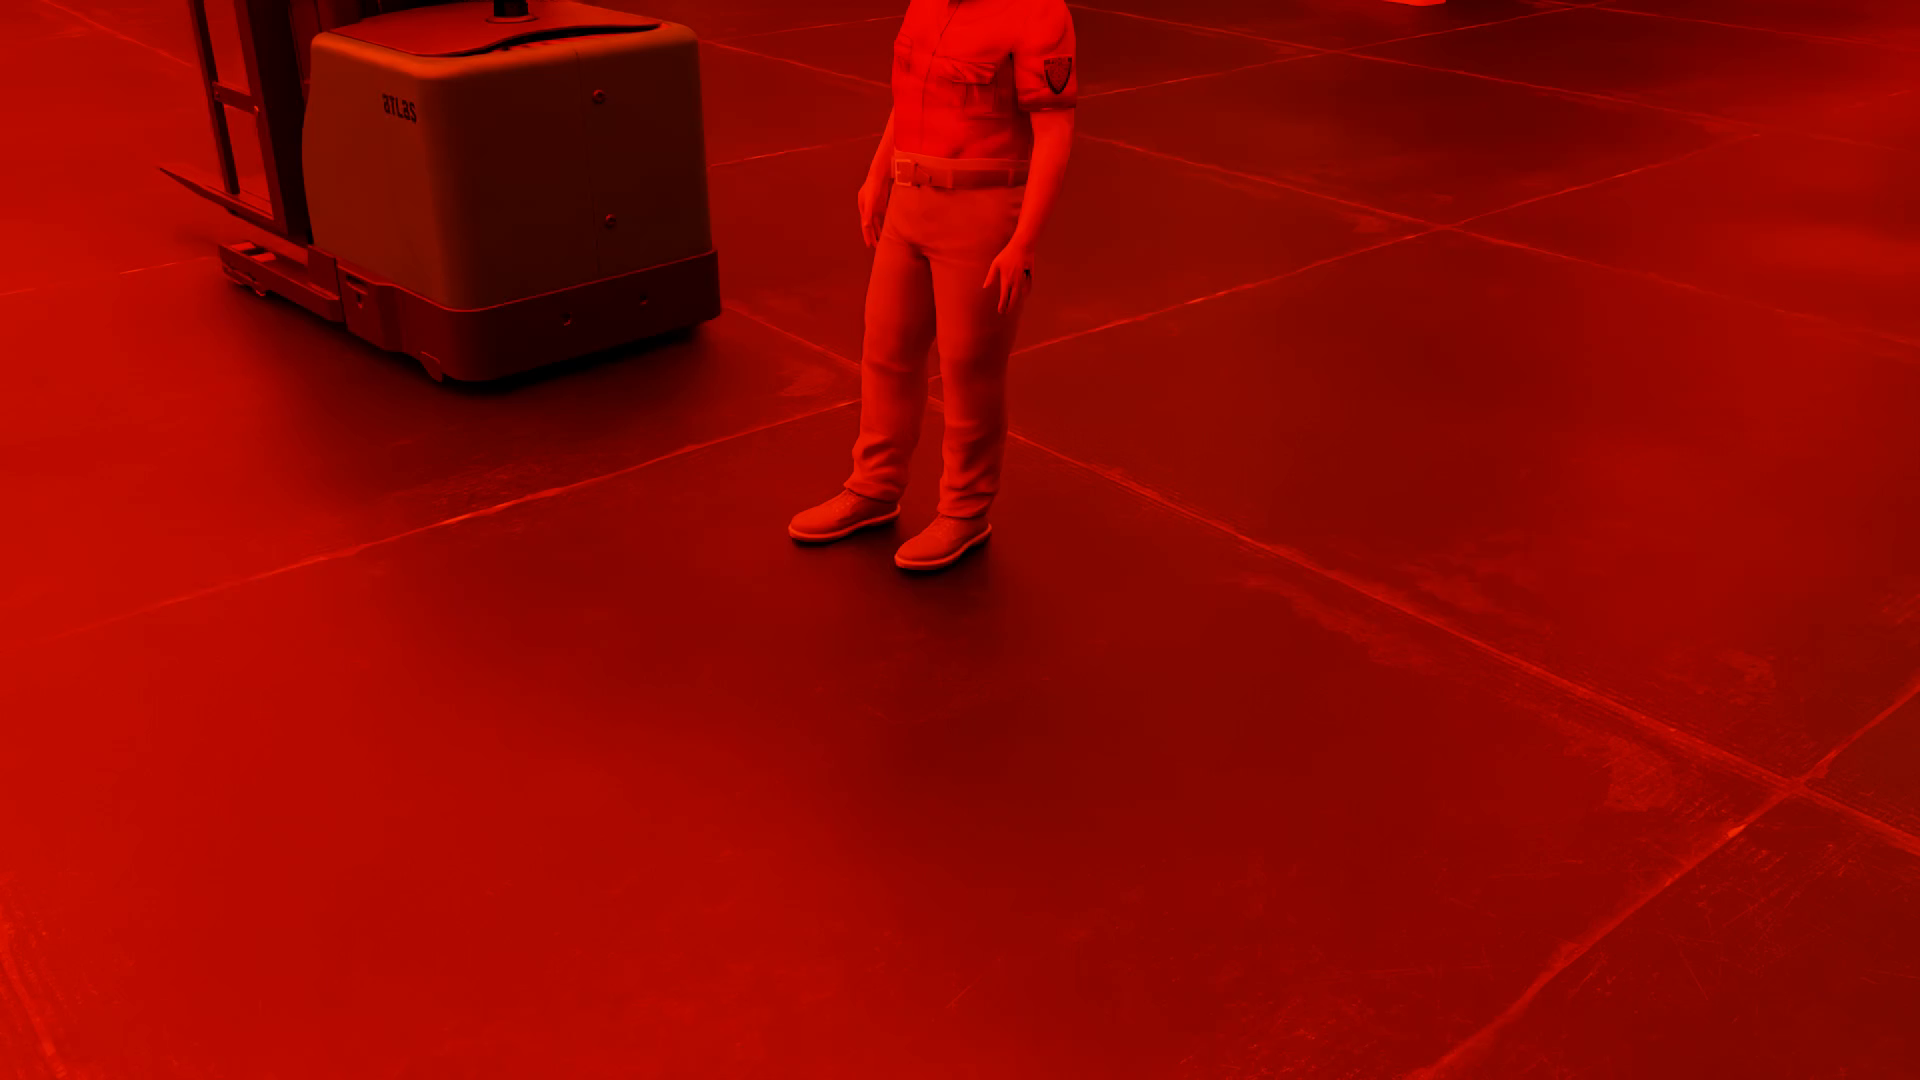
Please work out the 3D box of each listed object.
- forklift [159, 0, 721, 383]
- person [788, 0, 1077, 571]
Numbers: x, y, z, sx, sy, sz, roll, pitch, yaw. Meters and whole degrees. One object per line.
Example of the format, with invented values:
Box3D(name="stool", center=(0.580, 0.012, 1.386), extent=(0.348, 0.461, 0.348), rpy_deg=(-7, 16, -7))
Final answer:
Box3D(name="forklift", center=(-2.243, -2.386, 6.013), extent=(1.130, 2.935, 3.031), rpy_deg=(-23, 35, -38))
Box3D(name="person", center=(-0.077, -0.759, 4.071), extent=(0.551, 1.727, 0.640), rpy_deg=(-20, 33, -35))
